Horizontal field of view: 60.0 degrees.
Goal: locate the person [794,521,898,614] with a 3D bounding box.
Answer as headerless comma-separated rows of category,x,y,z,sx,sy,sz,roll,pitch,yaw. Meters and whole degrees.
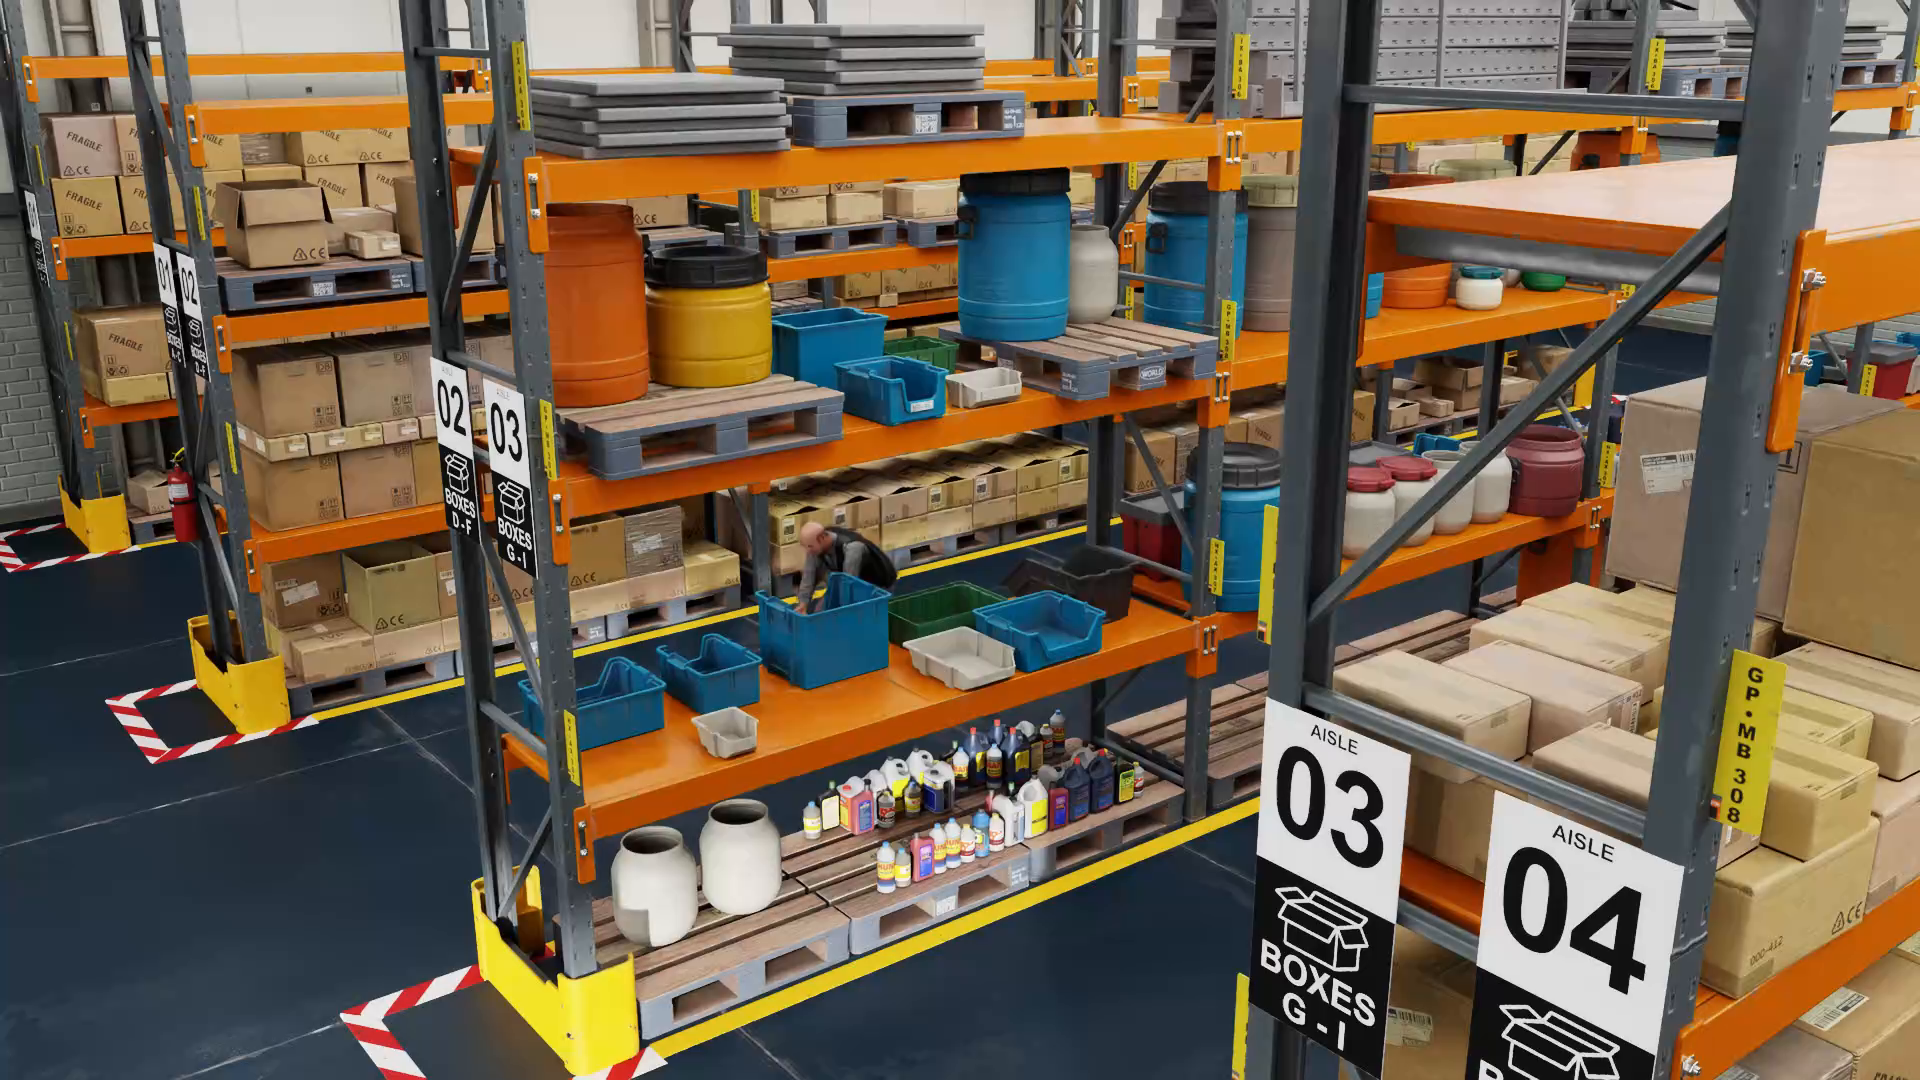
person,-0.829,0.386,12.234,0.798,1.205,0.579,-13,22,-36
